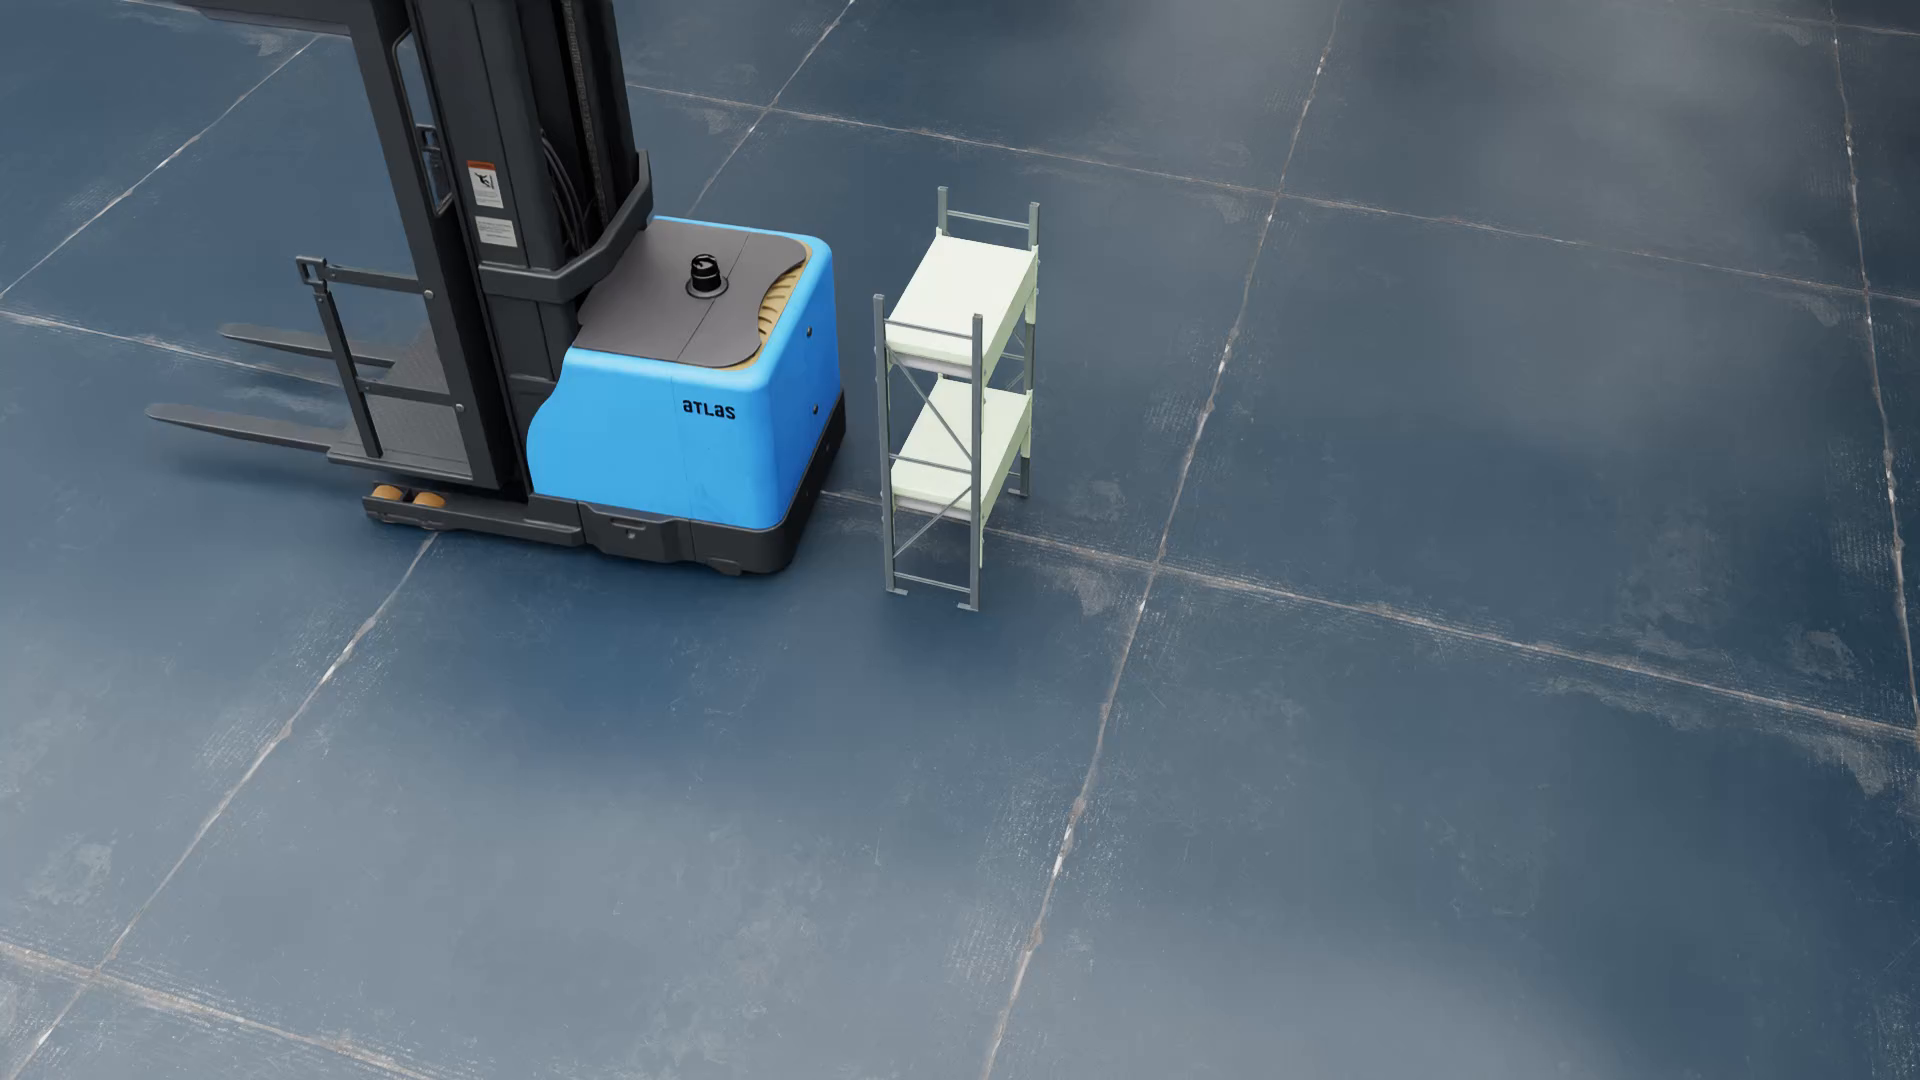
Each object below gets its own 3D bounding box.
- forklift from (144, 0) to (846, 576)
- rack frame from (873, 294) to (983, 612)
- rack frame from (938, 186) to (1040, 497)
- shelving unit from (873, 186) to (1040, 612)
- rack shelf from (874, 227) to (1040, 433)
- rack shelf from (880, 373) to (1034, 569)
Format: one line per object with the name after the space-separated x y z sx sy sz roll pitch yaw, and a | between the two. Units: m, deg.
-2.090 -1.440 6.525 3.031 2.935 1.130 9 45 9 | forklift
-0.113 -0.288 6.371 0.400 1.500 0.023 13 46 12 | rack frame
0.109 -0.776 6.869 0.400 1.500 0.023 13 46 12 | rack frame
-0.002 -0.532 6.620 0.431 1.500 0.755 13 46 12 | shelving unit
-0.002 -0.811 6.347 0.431 0.370 0.720 13 46 12 | rack shelf
-0.002 -0.299 6.848 0.431 0.370 0.720 13 46 12 | rack shelf
